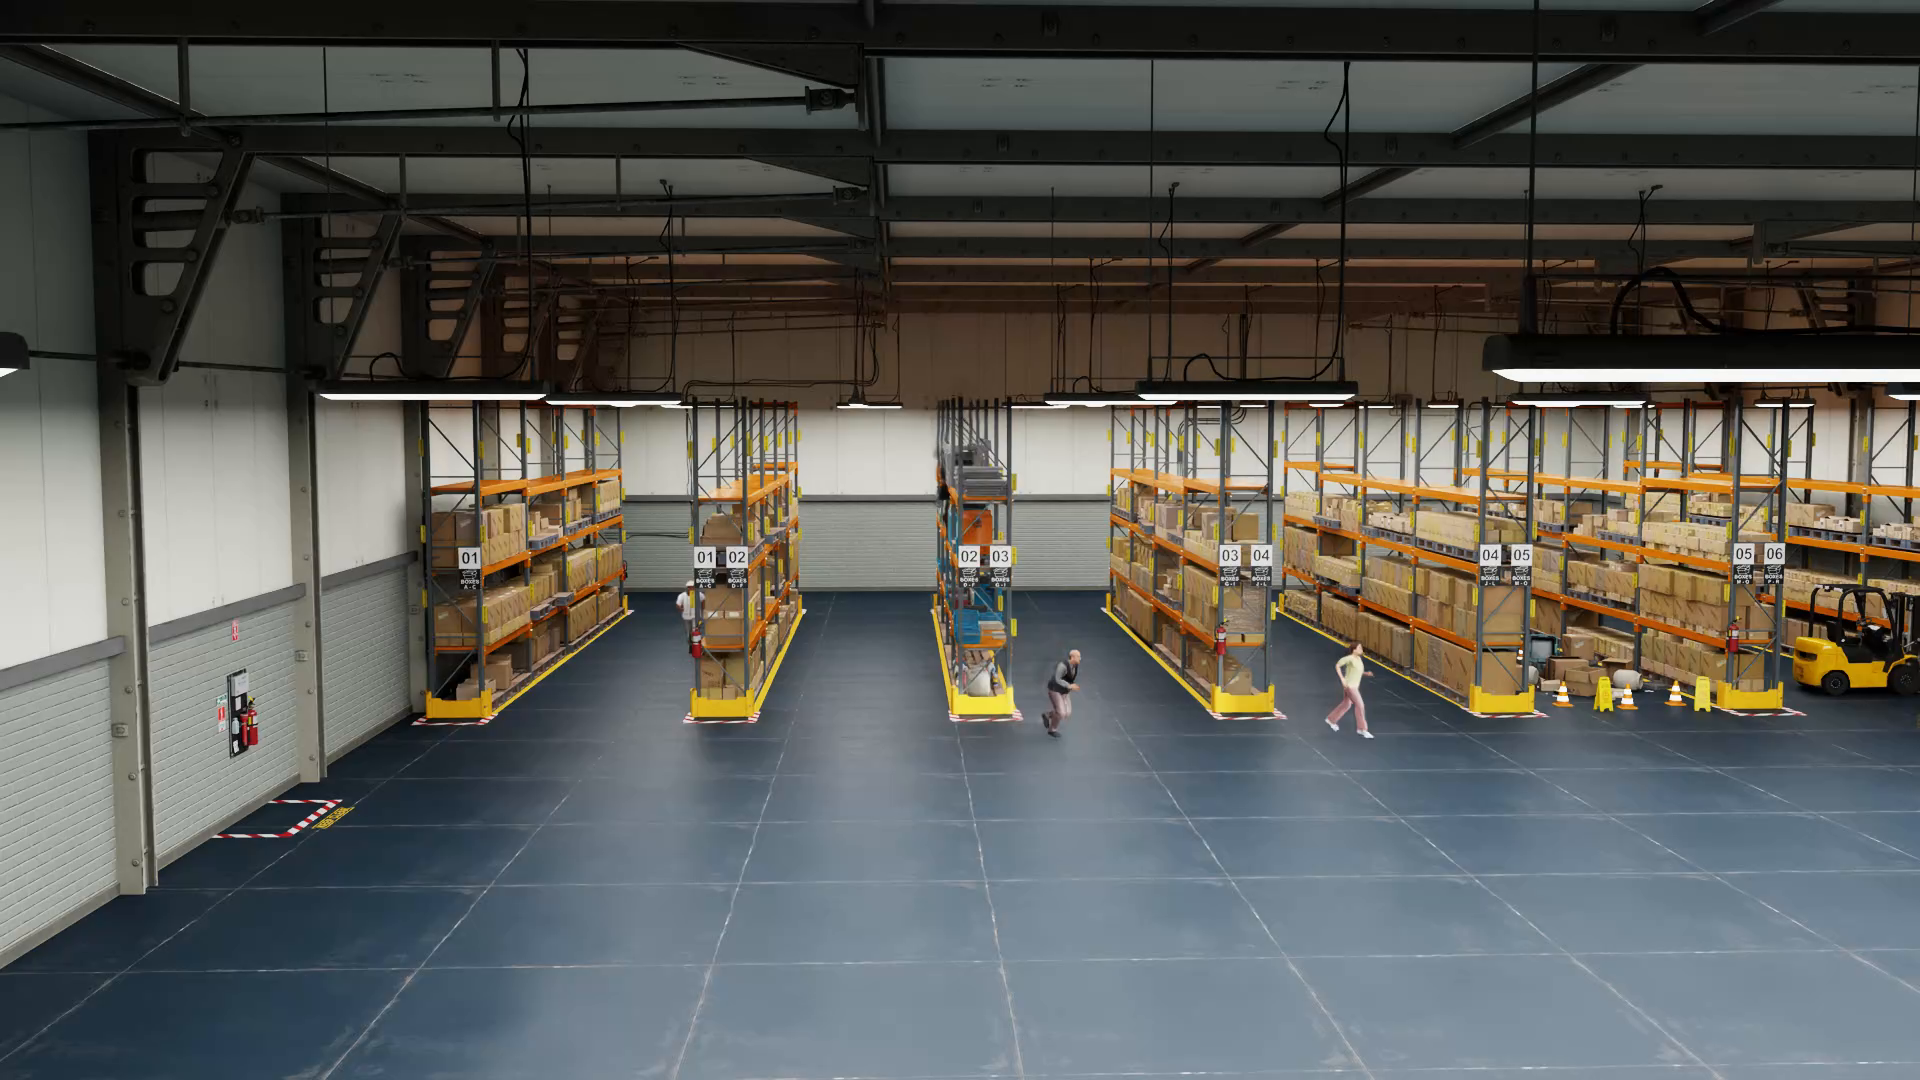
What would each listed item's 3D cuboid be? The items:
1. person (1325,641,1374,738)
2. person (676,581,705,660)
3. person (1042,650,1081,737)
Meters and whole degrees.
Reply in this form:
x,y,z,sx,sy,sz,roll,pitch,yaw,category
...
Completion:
x,y,z,sx,sy,sz,roll,pitch,yaw,category
6.893,2.620,29.424,0.934,1.691,0.527,3,5,32,person
-6.286,1.836,38.804,0.640,1.796,0.890,0,4,-1,person
1.817,2.691,29.293,0.843,1.573,0.673,3,5,35,person
